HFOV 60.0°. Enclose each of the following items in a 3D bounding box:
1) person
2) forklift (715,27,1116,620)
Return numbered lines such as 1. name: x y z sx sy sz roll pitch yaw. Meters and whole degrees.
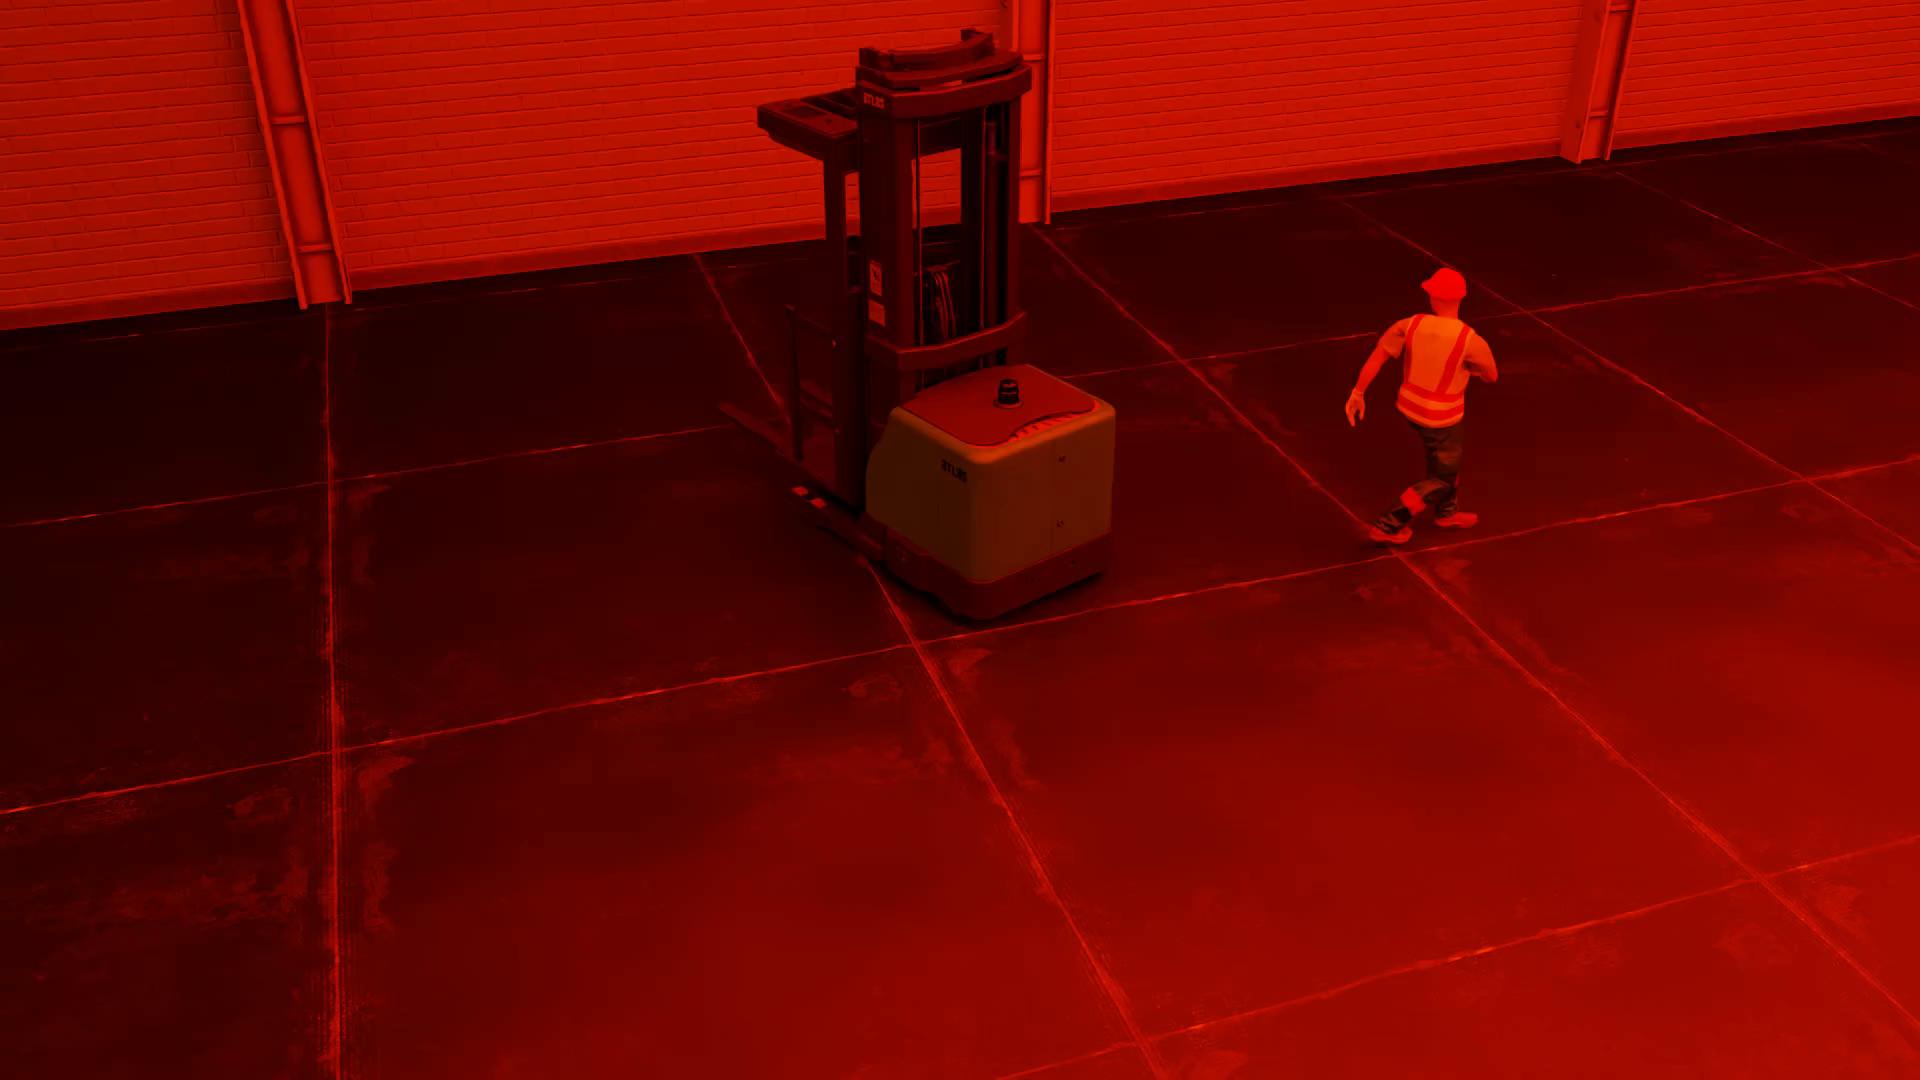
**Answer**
1. person: 2.754 -0.769 9.694 0.933 1.698 0.569 -16 34 -26
2. forklift: -0.435 -1.498 9.691 1.130 2.935 3.031 -22 36 -33
